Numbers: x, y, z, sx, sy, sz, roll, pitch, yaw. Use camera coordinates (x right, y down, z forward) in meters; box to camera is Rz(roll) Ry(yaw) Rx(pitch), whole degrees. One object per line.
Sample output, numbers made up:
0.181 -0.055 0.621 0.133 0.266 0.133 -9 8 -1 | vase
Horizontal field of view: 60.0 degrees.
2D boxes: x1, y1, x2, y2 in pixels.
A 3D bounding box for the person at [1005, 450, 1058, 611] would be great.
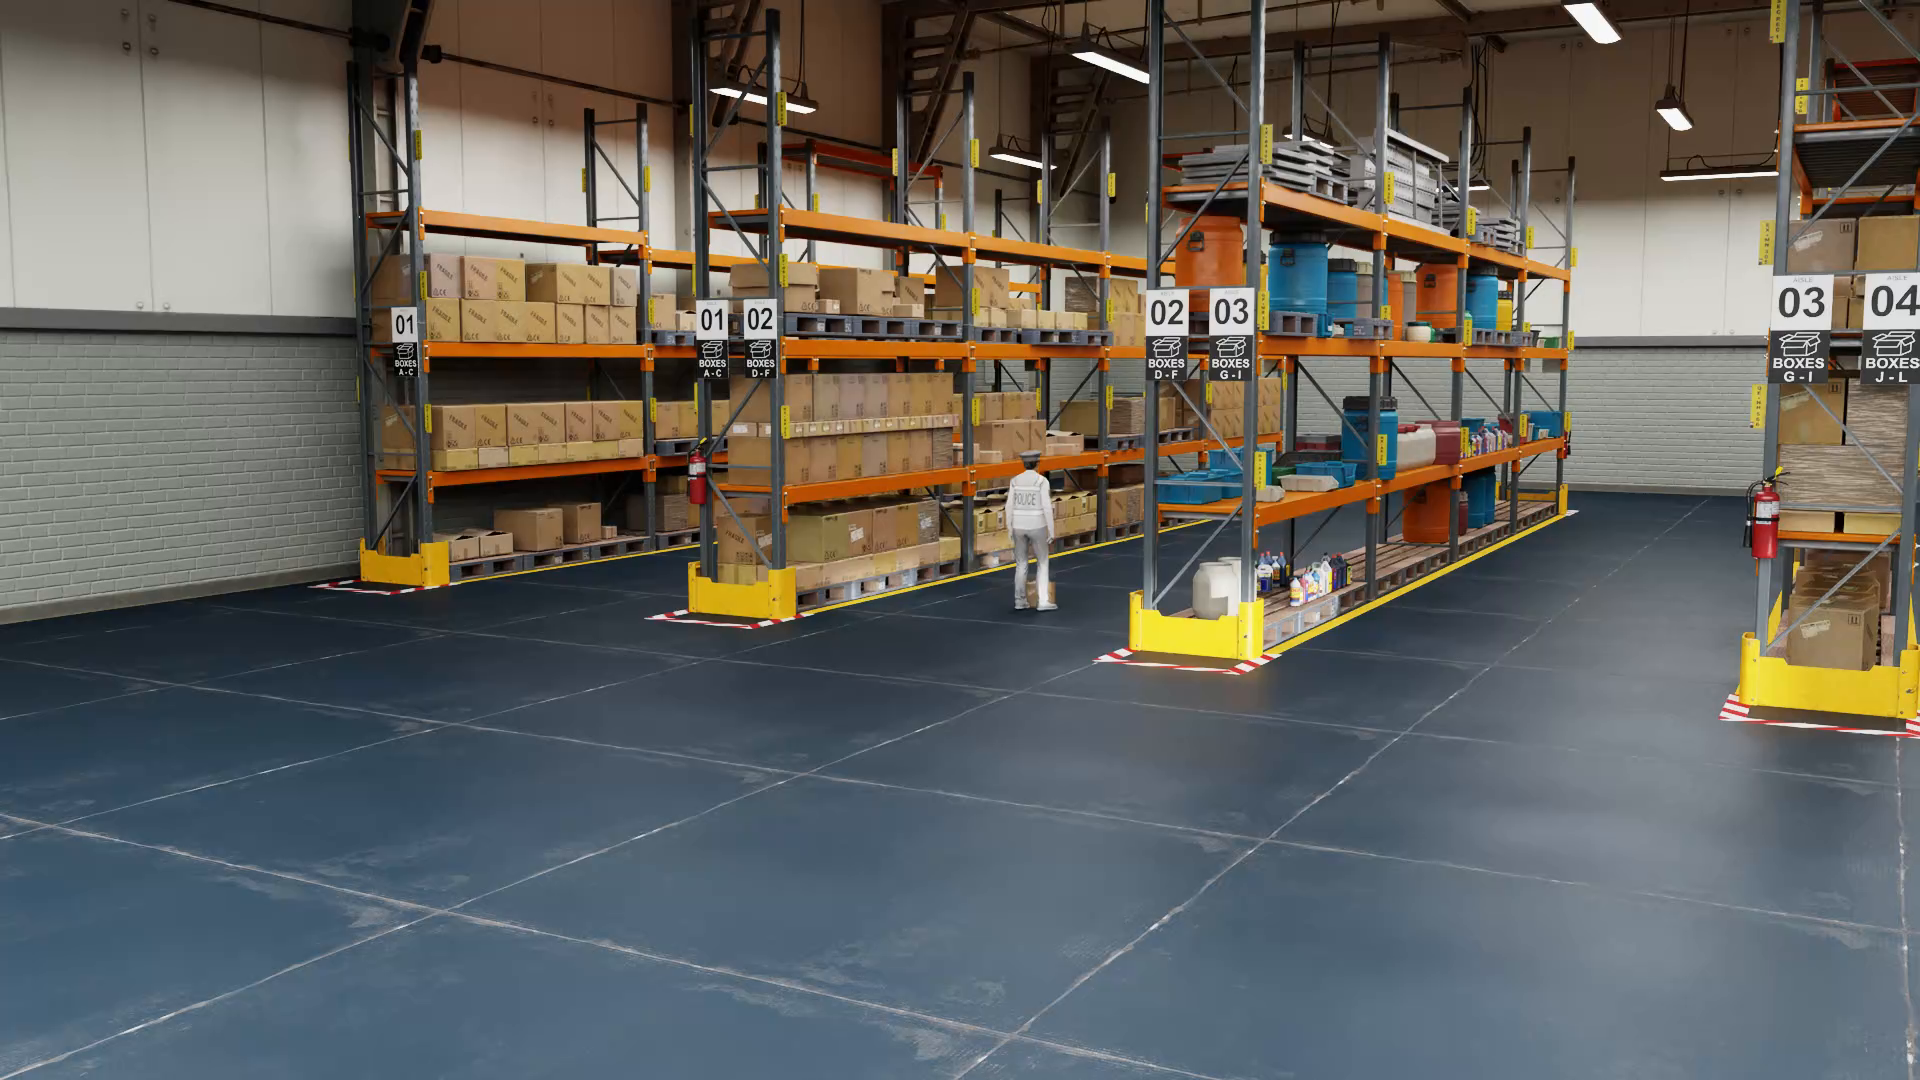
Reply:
0.733 -0.100 17.299 0.531 1.662 0.375 3 7 26 | person
